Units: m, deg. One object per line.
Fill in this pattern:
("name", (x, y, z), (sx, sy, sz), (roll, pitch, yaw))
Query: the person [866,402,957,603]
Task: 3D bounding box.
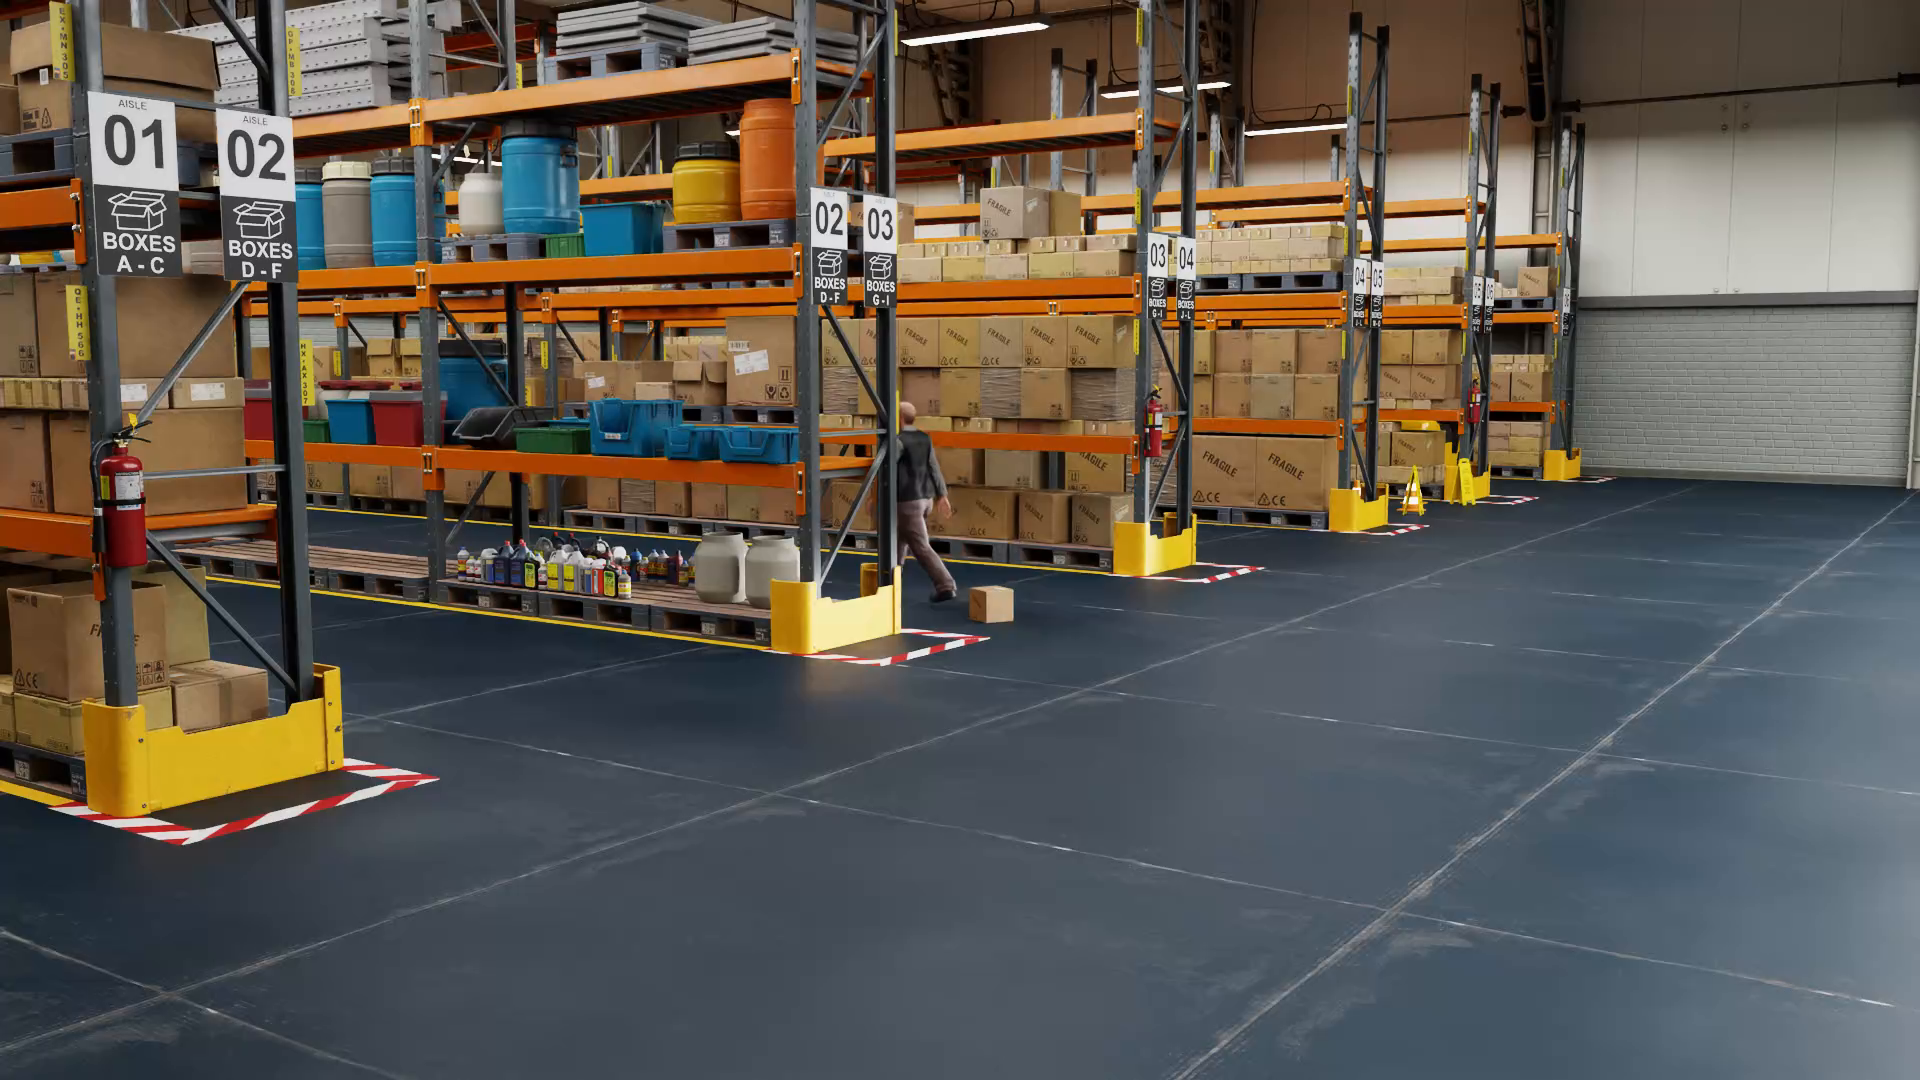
("person", (-0.446, -0.317, 13.811), (1.096, 1.656, 0.576), (4, 7, 32))
